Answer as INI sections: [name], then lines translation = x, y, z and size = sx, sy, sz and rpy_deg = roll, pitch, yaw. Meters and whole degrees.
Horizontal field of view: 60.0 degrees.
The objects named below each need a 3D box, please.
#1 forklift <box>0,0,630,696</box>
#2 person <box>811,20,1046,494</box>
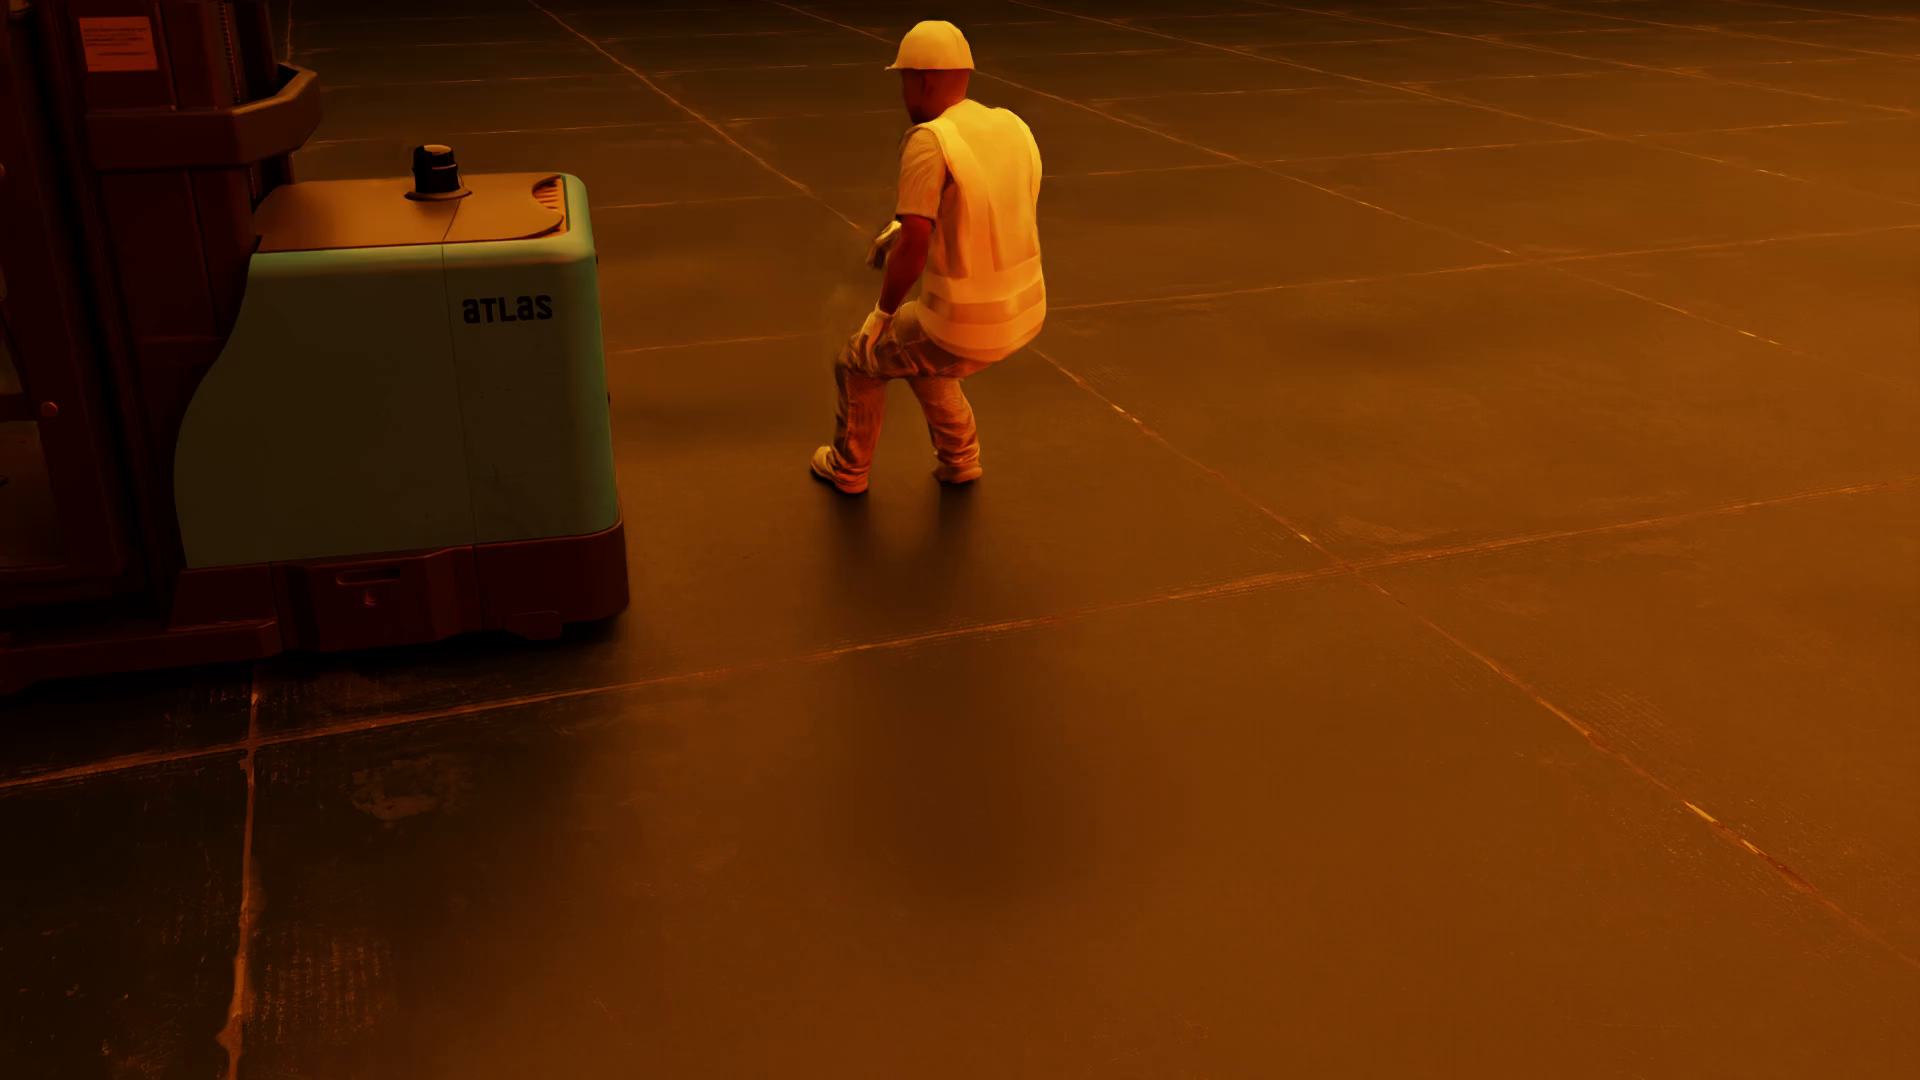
[forklift]
translation = -2.466, -1.144, 4.020
size = 3.031, 2.935, 1.130
rpy_deg = -5, 23, -12
[person]
translation = -0.181, -0.773, 5.059
size = 0.919, 1.562, 0.818
rpy_deg = 14, 27, 30
